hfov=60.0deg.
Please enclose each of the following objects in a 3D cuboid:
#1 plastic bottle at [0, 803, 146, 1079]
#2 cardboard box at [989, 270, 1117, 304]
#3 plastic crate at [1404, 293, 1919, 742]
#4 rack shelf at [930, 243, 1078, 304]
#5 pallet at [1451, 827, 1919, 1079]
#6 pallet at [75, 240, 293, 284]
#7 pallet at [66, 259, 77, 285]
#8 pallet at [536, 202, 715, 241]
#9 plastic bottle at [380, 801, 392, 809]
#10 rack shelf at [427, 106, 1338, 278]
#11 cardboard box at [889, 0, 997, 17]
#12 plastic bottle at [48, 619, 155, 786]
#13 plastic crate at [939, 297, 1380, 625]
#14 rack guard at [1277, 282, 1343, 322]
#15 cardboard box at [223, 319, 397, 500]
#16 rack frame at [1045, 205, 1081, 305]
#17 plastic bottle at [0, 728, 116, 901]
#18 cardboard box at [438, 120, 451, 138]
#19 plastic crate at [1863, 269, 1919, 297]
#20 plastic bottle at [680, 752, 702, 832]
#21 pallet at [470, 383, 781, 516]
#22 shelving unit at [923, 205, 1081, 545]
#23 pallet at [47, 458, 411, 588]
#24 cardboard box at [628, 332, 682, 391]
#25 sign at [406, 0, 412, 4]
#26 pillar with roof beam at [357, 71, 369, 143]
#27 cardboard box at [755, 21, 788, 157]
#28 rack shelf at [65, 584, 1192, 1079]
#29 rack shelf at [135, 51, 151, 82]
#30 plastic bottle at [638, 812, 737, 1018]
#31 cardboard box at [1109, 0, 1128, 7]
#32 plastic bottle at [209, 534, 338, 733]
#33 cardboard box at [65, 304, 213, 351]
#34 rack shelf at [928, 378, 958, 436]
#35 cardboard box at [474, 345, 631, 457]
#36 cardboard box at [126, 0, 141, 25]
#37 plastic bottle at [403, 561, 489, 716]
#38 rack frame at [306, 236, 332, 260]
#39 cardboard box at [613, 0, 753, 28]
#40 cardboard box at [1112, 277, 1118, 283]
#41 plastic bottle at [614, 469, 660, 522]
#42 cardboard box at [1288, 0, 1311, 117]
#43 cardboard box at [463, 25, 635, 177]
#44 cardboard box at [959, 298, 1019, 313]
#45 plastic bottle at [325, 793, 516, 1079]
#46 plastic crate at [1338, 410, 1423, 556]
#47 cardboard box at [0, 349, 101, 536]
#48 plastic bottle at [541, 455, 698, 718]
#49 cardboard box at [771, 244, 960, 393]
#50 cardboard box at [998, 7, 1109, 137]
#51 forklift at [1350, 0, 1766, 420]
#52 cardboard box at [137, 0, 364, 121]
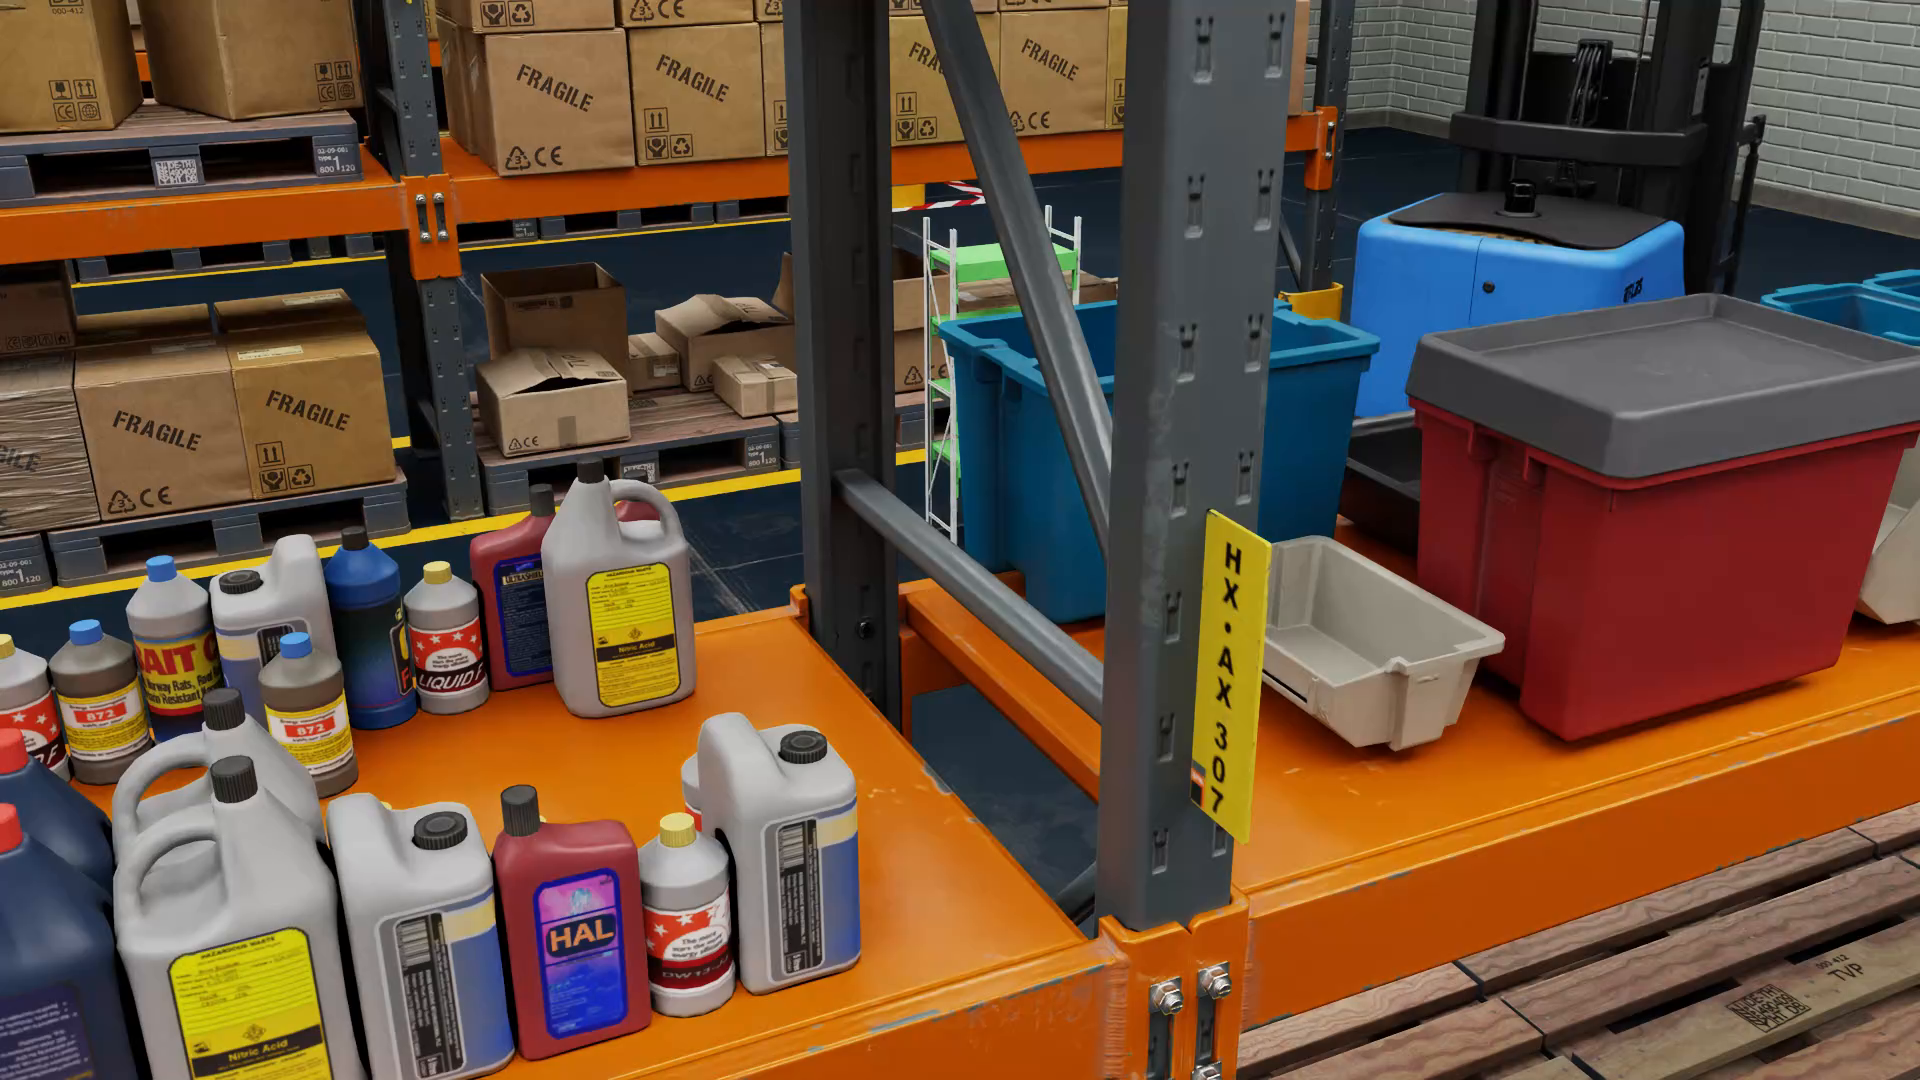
[{"bbox_3d":[-0.826,0.394,1.441,0.185,0.351,0.144,-10,25,-24],"label":"plastic bottle"},{"bbox_3d":[0.423,-1.153,8.135,0.500,0.250,0.500,-10,25,-24],"label":"cardboard box"},{"bbox_3d":[0.940,-0.044,2.272,0.583,0.464,0.402,-10,25,-24],"label":"plastic crate"},{"bbox_3d":[0.149,-0.966,5.928,0.480,0.148,0.258,-10,25,-24],"label":"rack shelf"},{"bbox_3d":[1.773,1.024,3.499,1.213,0.211,1.003,-10,25,-24],"label":"pallet"},{"bbox_3d":[-4.932,-1.897,10.556,1.213,0.211,1.003,-10,25,-24],"label":"pallet"},{"bbox_3d":[-6.033,-1.693,10.064,1.213,0.211,1.003,-10,25,-24],"label":"pallet"},{"bbox_3d":[-2.450,-2.354,11.660,1.213,0.211,1.003,-10,25,-24],"label":"pallet"},{"bbox_3d":[-0.588,0.364,1.707,0.097,0.201,0.097,0,22,0],"label":"plastic bottle"},{"bbox_3d":[-0.316,-1.632,7.211,4.000,0.370,1.077,-10,25,-24],"label":"rack shelf"},{"bbox_3d":[-0.178,-2.379,6.637,0.500,0.500,0.500,-10,24,-22],"label":"cardboard box"},{"bbox_3d":[-1.089,0.199,2.107,0.097,0.201,0.097,0,22,0],"label":"plastic bottle"},{"bbox_3d":[0.300,-0.140,2.609,0.575,0.384,0.392,-10,25,-24],"label":"plastic crate"},{"bbox_3d":[1.418,-1.128,8.323,0.348,0.500,1.175,-10,25,-24],"label":"rack guard"},{"bbox_3d":[-2.438,-0.500,6.230,0.500,0.500,0.500,-11,25,-24],"label":"cardboard box"},{"bbox_3d":[0.369,-0.622,6.185,0.015,1.200,0.240,-10,25,-24],"label":"rack frame"},{"bbox_3d":[-0.889,0.344,1.561,0.185,0.351,0.144,-10,25,-24],"label":"plastic bottle"},{"bbox_3d":[-3.552,-2.467,11.007,0.500,0.500,0.700,-10,25,-23],"label":"cardboard box"},{"bbox_3d":[2.079,-0.393,3.418,0.300,0.233,0.416,-10,25,-24],"label":"plastic crate"},{"bbox_3d":[-0.259,0.304,1.854,0.097,0.201,0.097,0,22,0],"label":"plastic bottle"},{"bbox_3d":[-1.499,-0.458,7.080,1.213,0.211,1.003,-10,25,-24],"label":"pallet"},{"bbox_3d":[0.149,-0.582,6.087,0.503,1.200,0.258,-10,25,-24],"label":"shelving unit"},{"bbox_3d":[-2.835,-0.196,6.448,1.213,0.211,1.003,-10,25,-24],"label":"pallet"},{"bbox_3d":[-1.416,-0.794,7.398,0.250,0.149,0.380,-10,25,-24],"label":"cardboard box"},{"bbox_3d":[-1.874,-1.977,5.590,0.005,0.325,0.100,-10,25,-24],"label":"sign"},{"bbox_3d":[-2.147,-5.042,6.664,0.400,9.000,9.100,-10,25,-24],"label":"pillar with roof beam"},{"bbox_3d":[-0.629,-1.838,6.637,0.500,0.500,0.500,-11,25,-24],"label":"cardboard box"},{"bbox_3d":[-1.775,0.739,1.483,4.000,0.370,1.077,-10,25,-24],"label":"rack shelf"},{"bbox_3d":[-6.072,-2.675,9.731,4.000,0.370,1.077,-10,25,-24],"label":"rack shelf"},{"bbox_3d":[-0.281,0.372,1.688,0.097,0.201,0.097,0,22,0],"label":"plastic bottle"},{"bbox_3d":[0.749,-2.552,7.054,0.500,0.500,0.500,-10,24,-22],"label":"cardboard box"},{"bbox_3d":[-0.885,0.139,2.155,0.135,0.276,0.152,-10,25,-24],"label":"plastic bottle"},{"bbox_3d":[-3.135,-0.592,6.452,0.500,0.500,0.500,-10,25,-23],"label":"cardboard box"},{"bbox_3d":[0.149,-0.523,6.111,0.480,0.148,0.258,-10,25,-24],"label":"rack shelf"},{"bbox_3d":[-1.646,-0.589,6.690,0.500,0.311,0.500,-10,25,-24],"label":"cardboard box"},{"bbox_3d":[-5.032,-3.280,9.707,0.500,0.500,0.500,-10,25,-23],"label":"cardboard box"},{"bbox_3d":[-0.705,0.128,2.278,0.097,0.201,0.097,0,22,0],"label":"plastic bottle"},{"bbox_3d":[-4.270,-3.339,10.395,0.127,3.000,1.000,-10,25,-24],"label":"rack frame"},{"bbox_3d":[-1.107,-2.208,6.223,0.500,0.500,0.500,-11,25,-25],"label":"cardboard box"},{"bbox_3d":[0.960,-1.231,8.454,0.250,0.149,0.380,-10,25,-24],"label":"cardboard box"},{"bbox_3d":[-0.489,0.043,2.377,0.133,0.283,0.061,-10,25,-24],"label":"plastic bottle"},{"bbox_3d":[1.201,-2.174,7.450,0.500,0.500,0.500,-10,24,-22],"label":"cardboard box"},{"bbox_3d":[-1.541,-1.669,6.230,0.500,0.500,0.500,-10,24,-22],"label":"cardboard box"},{"bbox_3d":[0.234,-0.907,7.538,0.500,0.250,0.500,-10,25,-24],"label":"cardboard box"},{"bbox_3d":[-0.517,0.370,1.597,0.135,0.276,0.152,-10,25,-24],"label":"plastic bottle"},{"bbox_3d":[0.919,-0.104,2.860,0.590,0.125,0.437,-10,25,-24],"label":"plastic crate"},{"bbox_3d":[-3.340,-0.338,5.838,0.500,0.500,0.500,-10,25,-23],"label":"cardboard box"},{"bbox_3d":[-0.467,0.051,2.269,0.185,0.351,0.144,-10,25,-24],"label":"plastic bottle"},{"bbox_3d":[-0.427,-0.996,7.422,0.637,0.503,0.797,-10,25,-24],"label":"cardboard box"},{"bbox_3d":[0.283,-2.006,7.043,0.500,0.500,0.500,-10,25,-23],"label":"cardboard box"},{"bbox_3d":[2.823,-1.921,7.059,1.130,2.935,3.031,16,28,34],"label":"forklift"},{"bbox_3d":[-2.642,-1.871,6.169,0.700,0.500,0.500,21,30,41],"label":"cardboard box"}]
